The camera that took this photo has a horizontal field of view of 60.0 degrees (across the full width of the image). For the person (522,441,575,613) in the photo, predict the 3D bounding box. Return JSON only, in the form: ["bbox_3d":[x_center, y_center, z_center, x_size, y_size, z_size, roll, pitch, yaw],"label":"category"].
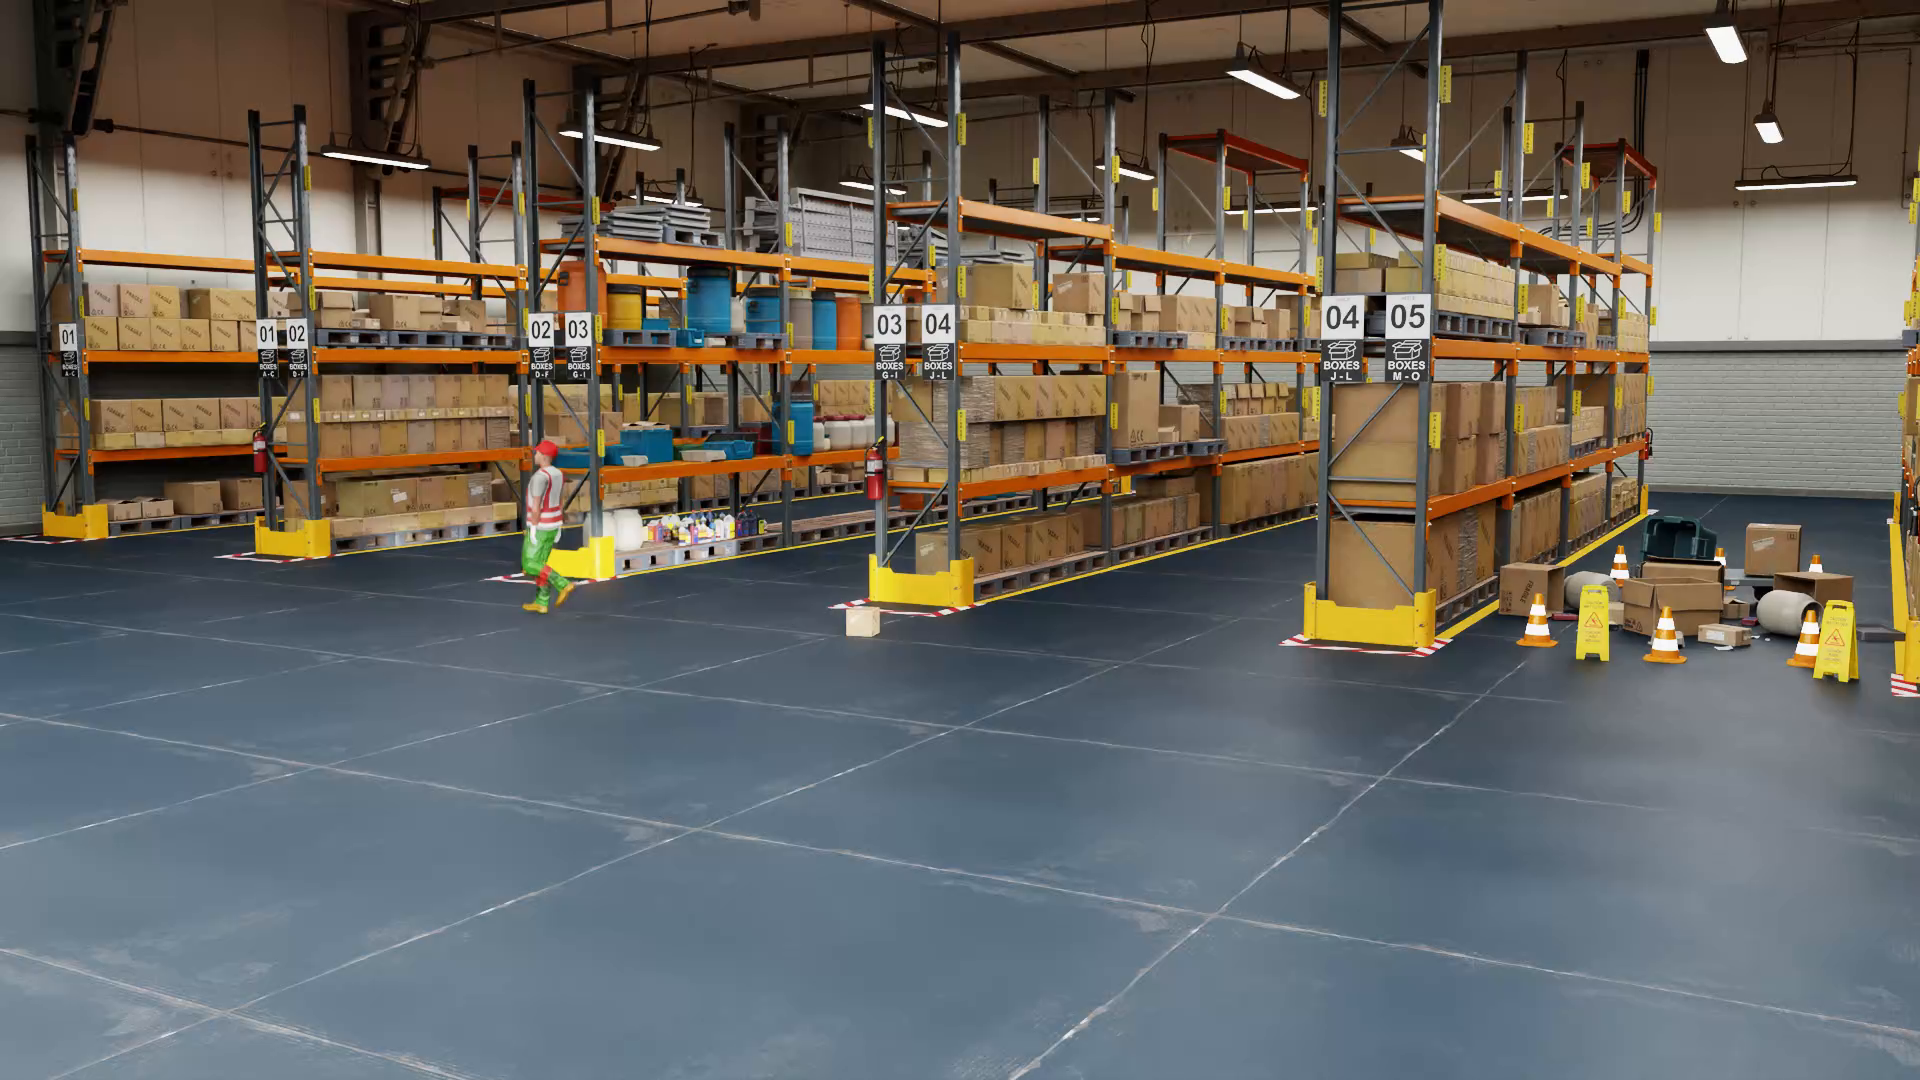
[{"bbox_3d":[-4.240,-0.129,17.081,0.680,1.778,0.553,2,6,15],"label":"person"}]
